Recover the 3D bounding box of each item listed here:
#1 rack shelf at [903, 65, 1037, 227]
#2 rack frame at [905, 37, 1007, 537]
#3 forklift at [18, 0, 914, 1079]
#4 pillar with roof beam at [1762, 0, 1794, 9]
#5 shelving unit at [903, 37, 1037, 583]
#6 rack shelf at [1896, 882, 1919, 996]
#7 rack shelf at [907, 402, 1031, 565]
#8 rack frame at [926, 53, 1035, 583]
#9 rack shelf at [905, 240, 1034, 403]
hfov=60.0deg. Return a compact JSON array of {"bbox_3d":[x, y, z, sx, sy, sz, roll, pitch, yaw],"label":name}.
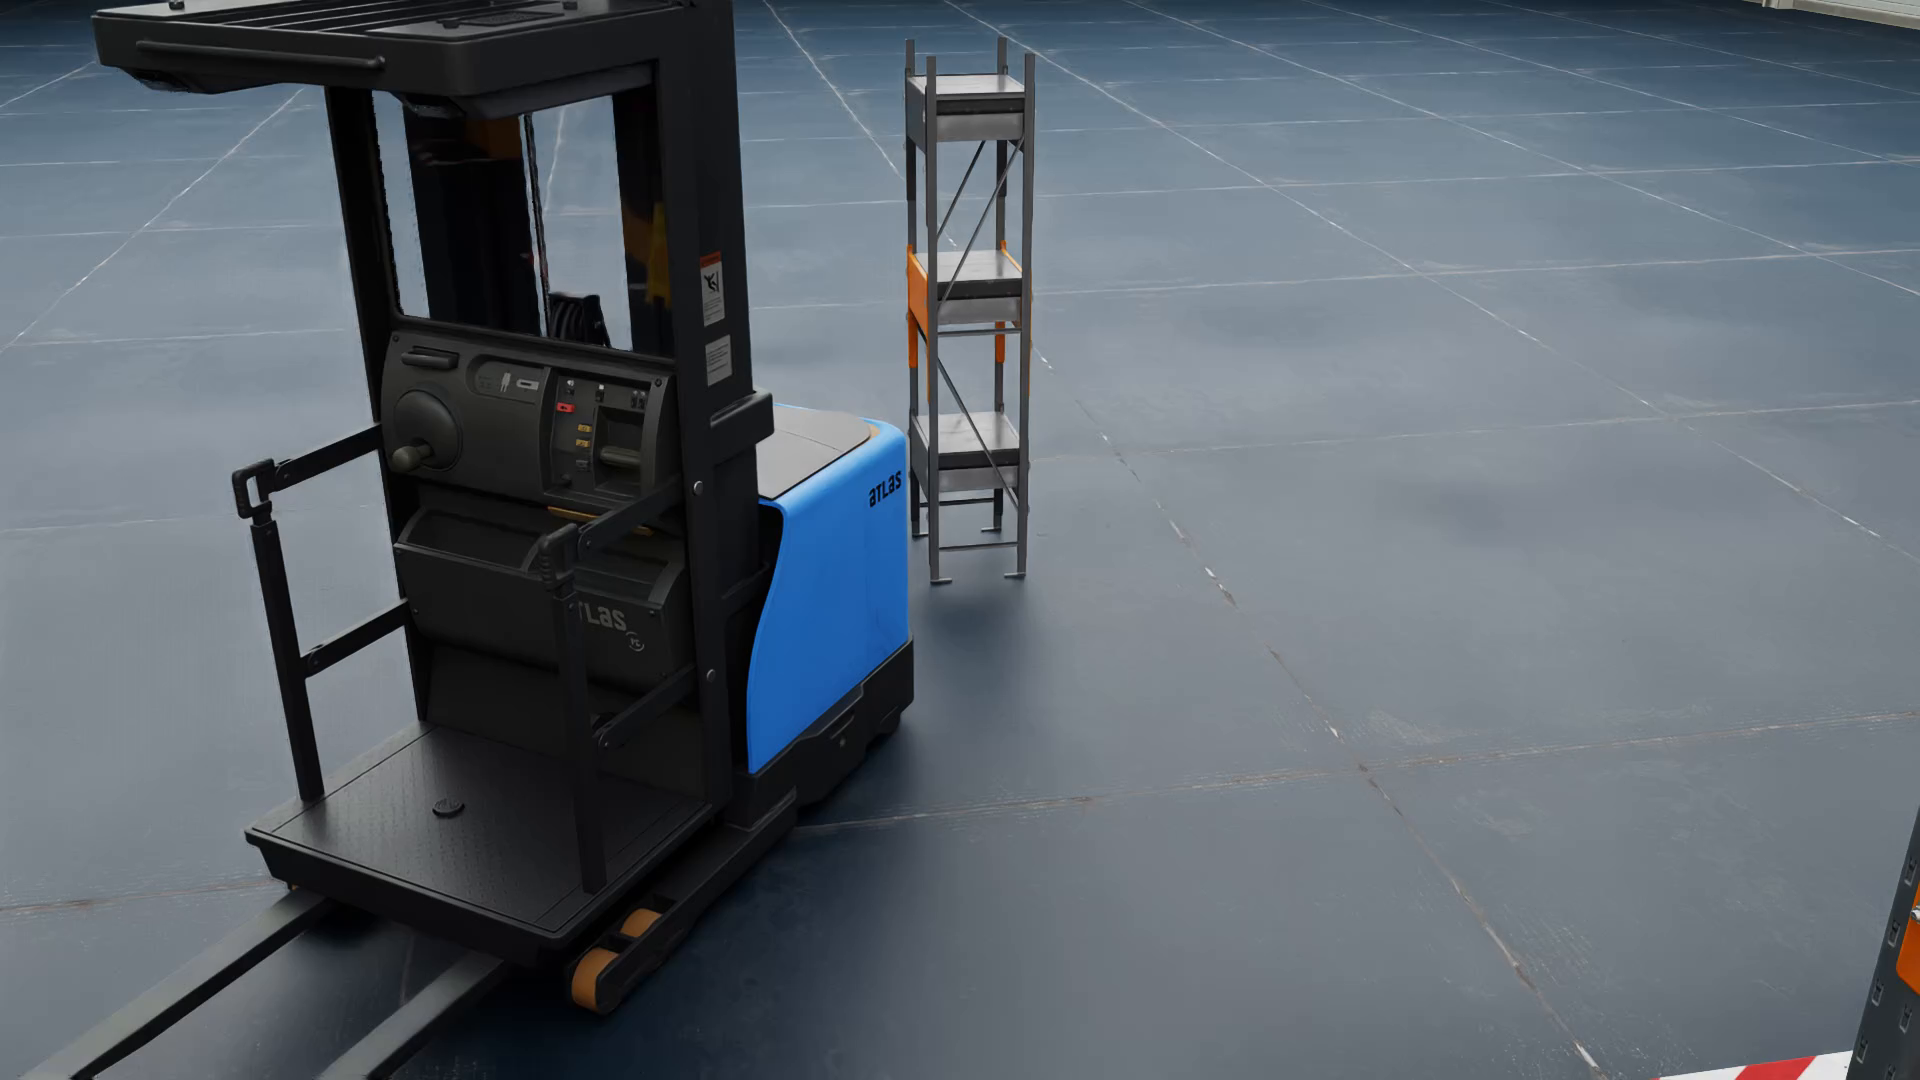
[{"bbox_3d":[0.031,-1.526,6.406,0.431,0.518,0.480,-4,24,-10],"label":"rack shelf"},{"bbox_3d":[-0.015,-0.993,6.900,0.400,2.100,0.015,-4,24,-10],"label":"rack frame"},{"bbox_3d":[-1.267,-0.297,4.267,1.130,2.935,3.031,11,26,24],"label":"forklift"},{"bbox_3d":[9.130,-12.503,24.634,9.100,9.000,0.400,-4,24,-10],"label":"pillar with roof beam"},{"bbox_3d":[0.031,-0.897,6.681,0.431,2.100,0.503,-4,24,-10],"label":"shelving unit"},{"bbox_3d":[2.586,1.373,1.258,1.077,0.370,4.000,-4,24,-10],"label":"rack shelf"},{"bbox_3d":[0.031,-0.243,6.966,0.431,0.518,0.480,-4,24,-10],"label":"rack shelf"},{"bbox_3d":[0.076,-0.801,6.461,0.400,2.100,0.015,-4,24,-10],"label":"rack frame"},{"bbox_3d":[0.031,-0.885,6.686,0.431,0.518,0.480,-4,24,-10],"label":"rack shelf"}]
